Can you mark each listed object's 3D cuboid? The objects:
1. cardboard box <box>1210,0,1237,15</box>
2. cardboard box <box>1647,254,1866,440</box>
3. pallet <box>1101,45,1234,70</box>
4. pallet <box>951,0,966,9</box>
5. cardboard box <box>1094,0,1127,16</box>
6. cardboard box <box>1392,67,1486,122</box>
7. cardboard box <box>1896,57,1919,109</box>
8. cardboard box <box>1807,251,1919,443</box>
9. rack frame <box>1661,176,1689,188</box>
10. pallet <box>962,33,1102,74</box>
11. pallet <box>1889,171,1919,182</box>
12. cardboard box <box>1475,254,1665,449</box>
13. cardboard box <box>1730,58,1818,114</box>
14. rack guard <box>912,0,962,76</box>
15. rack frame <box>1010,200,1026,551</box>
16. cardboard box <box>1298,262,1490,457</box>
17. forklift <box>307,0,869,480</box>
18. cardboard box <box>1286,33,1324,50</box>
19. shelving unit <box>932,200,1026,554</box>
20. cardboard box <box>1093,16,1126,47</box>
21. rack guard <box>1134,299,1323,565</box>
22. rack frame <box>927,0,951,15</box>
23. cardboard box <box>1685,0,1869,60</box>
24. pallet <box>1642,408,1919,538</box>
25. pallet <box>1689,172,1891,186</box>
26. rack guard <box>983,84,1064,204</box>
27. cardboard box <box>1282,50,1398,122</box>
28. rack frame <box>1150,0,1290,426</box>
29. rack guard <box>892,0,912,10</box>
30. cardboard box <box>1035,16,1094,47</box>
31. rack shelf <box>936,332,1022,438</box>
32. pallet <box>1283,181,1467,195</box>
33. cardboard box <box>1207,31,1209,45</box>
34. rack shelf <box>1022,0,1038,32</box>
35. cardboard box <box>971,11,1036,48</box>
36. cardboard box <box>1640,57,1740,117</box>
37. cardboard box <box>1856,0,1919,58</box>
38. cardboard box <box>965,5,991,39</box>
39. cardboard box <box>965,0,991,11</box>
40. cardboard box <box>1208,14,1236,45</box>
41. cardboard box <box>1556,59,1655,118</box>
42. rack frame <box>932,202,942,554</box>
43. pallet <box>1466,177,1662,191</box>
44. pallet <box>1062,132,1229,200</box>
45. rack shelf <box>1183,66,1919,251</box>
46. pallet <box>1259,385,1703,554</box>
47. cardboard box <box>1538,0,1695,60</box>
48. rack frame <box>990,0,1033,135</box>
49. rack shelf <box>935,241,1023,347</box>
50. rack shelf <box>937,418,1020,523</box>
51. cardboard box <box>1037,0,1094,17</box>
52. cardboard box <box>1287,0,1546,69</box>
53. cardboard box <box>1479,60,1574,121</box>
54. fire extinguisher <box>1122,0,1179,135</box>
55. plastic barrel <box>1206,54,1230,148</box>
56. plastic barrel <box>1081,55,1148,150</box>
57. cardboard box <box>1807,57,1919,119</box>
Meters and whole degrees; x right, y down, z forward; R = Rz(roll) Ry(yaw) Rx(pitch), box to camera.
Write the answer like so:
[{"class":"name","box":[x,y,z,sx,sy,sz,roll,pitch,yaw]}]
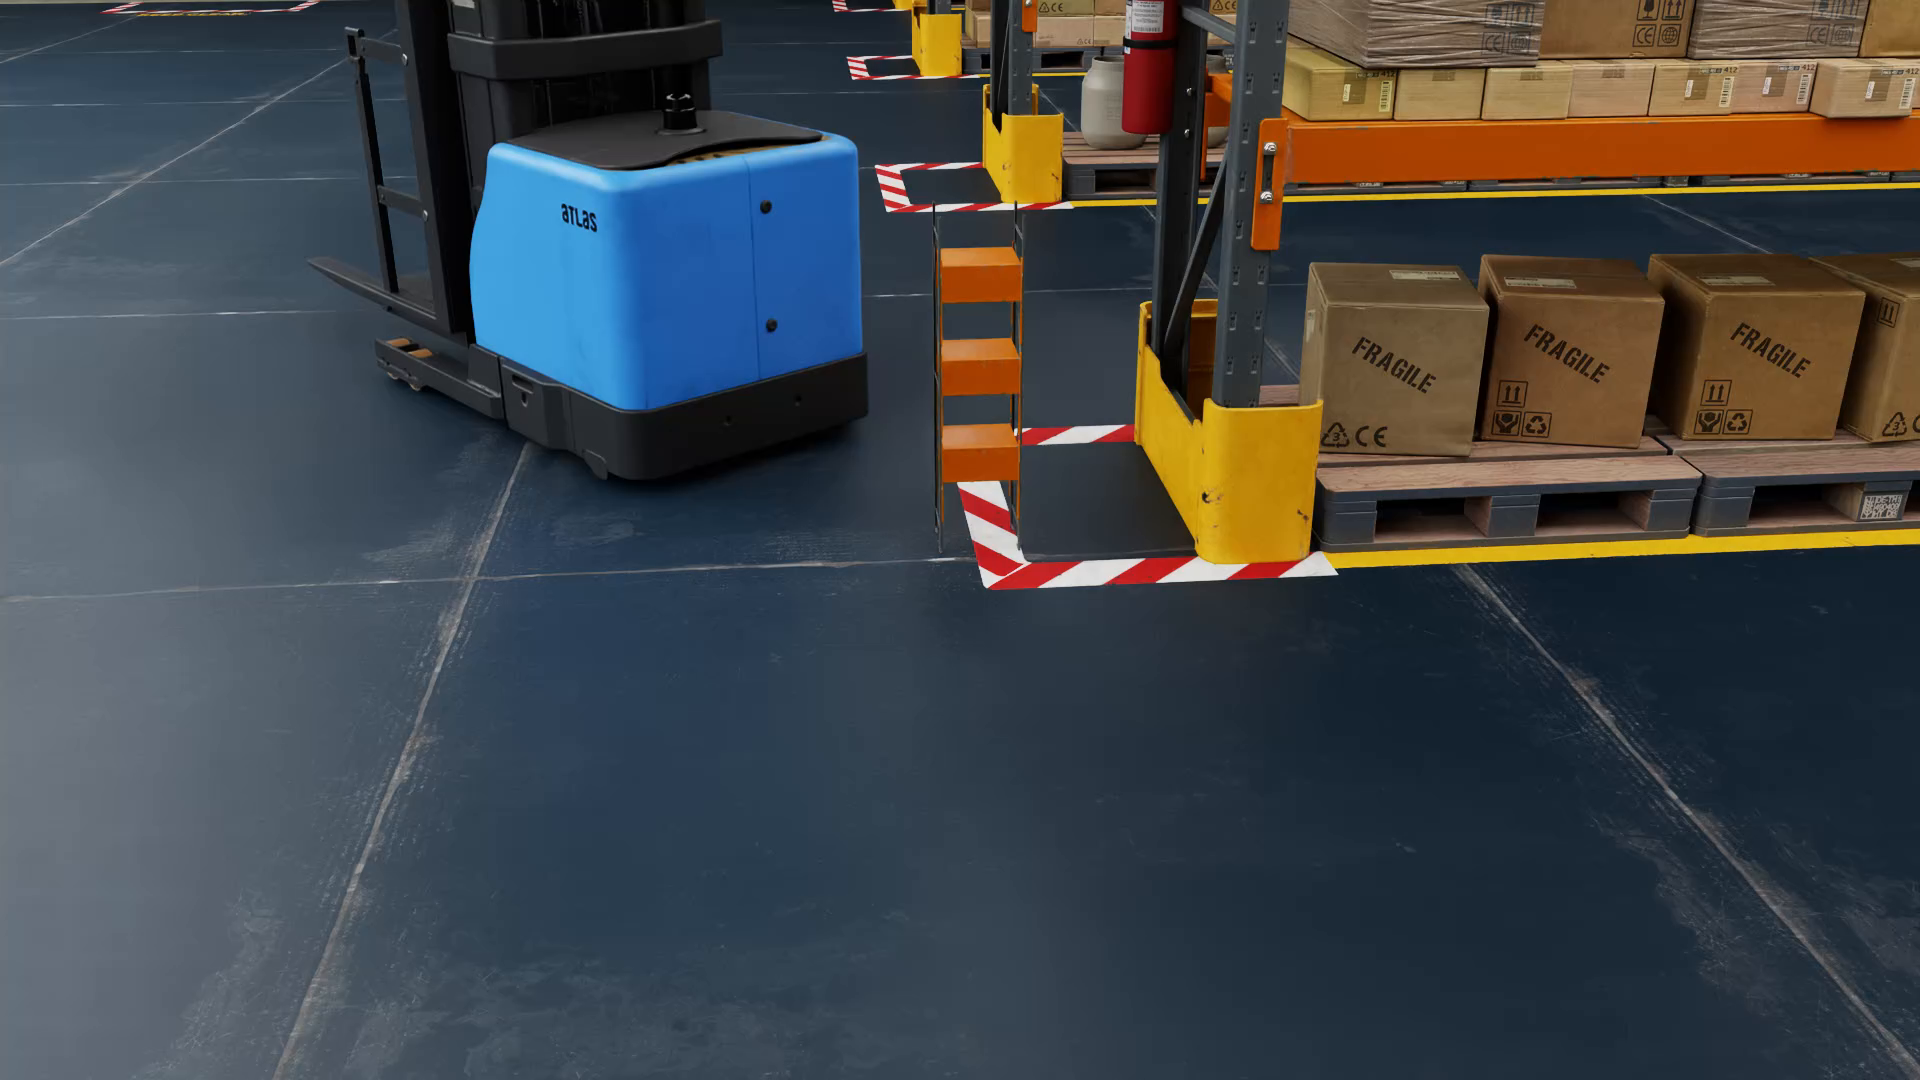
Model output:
[{"class":"cardboard box","box":[2.359,-4.832,14.372,0.500,0.500,0.500,-2,24,-5]},{"class":"cardboard box","box":[2.624,-0.656,5.593,0.500,0.500,0.500,0,24,0]},{"class":"pallet","box":[1.783,-4.358,14.795,1.213,0.211,1.003,-2,24,-5]},{"class":"pallet","box":[0.212,-6.286,19.134,1.213,0.211,1.003,-2,24,-5]},{"class":"cardboard box","box":[1.364,-4.793,14.285,0.500,0.500,0.500,-2,24,-5]},{"class":"cardboard box","box":[1.342,-1.336,4.871,0.250,0.149,0.380,-2,24,-5]},{"class":"cardboard box","box":[2.830,-1.418,5.056,0.250,0.149,0.380,-2,24,-5]},{"class":"cardboard box","box":[3.184,-0.660,5.603,0.500,0.500,0.500,-4,24,-10]},{"class":"rack frame","box":[4.278,-3.695,9.870,0.127,3.000,1.000,-2,24,-5]},{"class":"pallet","box":[0.571,-4.311,14.688,1.213,0.211,1.003,-2,24,-5]},{"class":"pallet","box":[6.273,-2.518,10.654,1.213,0.211,1.003,-2,24,-5]},{"class":"cardboard box","box":[1.999,-0.639,5.554,0.500,0.500,0.500,4,24,9]},{"class":"cardboard box","box":[2.335,-1.386,4.984,0.250,0.149,0.380,-2,24,-5]},{"class":"rack guard","box":[-0.209,-4.394,14.521,0.348,0.500,1.175,-2,24,-5]},{"class":"rack frame","box":[0.174,-0.487,5.052,0.008,1.050,0.200,-2,24,-5]},{"class":"cardboard box","box":[1.408,-0.601,5.469,0.500,0.500,0.500,2,24,5]},{"class":"forklift","box":[-1.704,-2.050,6.254,1.130,2.935,3.031,-20,31,-38]},{"class":"cardboard box","box":[1.048,-1.513,5.271,0.250,0.149,0.380,-2,24,-5]},{"class":"shelving unit","box":[0.053,-0.482,5.042,0.252,1.050,0.215,-2,24,-5]},{"class":"cardboard box","box":[1.365,-4.446,14.427,0.500,0.250,0.500,-2,24,-5]},{"class":"rack guard","box":[0.860,-0.394,5.521,0.348,0.500,1.175,-2,24,-5]},{"class":"rack frame","box":[-0.185,-5.537,14.015,0.127,3.000,1.000,-2,24,-5]},{"class":"cardboard box","box":[2.322,-1.797,5.110,0.500,0.500,0.875,-2,24,-5]},{"class":"pallet","box":[2.883,-0.327,5.727,1.213,0.211,1.003,-2,24,-5]},{"class":"pallet","box":[5.056,-2.468,10.542,1.213,0.211,1.003,-2,24,-5]},{"class":"rack guard","box":[0.369,-2.415,10.068,0.348,0.500,1.175,-2,24,-5]},{"class":"cardboard box","box":[1.092,-1.333,4.866,0.250,0.149,0.380,-2,24,-5]},{"class":"rack frame","box":[0.784,-1.533,5.006,0.127,3.000,1.000,-2,24,-5]},{"class":"rack guard","box":[-0.600,-6.400,19.034,0.348,0.500,1.175,-2,24,-5]},{"class":"cardboard box","box":[0.867,-4.426,14.382,0.500,0.250,0.500,-2,24,-5]},{"class":"rack shelf","box":[0.053,-0.472,5.046,0.240,0.259,0.215,-2,24,-5]},{"class":"pallet","box":[2.389,-2.361,10.301,1.213,0.211,1.003,-2,24,-5]},{"class":"cardboard box","box":[1.863,-4.464,14.467,0.500,0.250,0.500,-2,24,-5]},{"class":"rack shelf","box":[2.288,-3.286,9.836,4.000,0.370,1.077,-2,24,-5]},{"class":"cardboard box","box":[0.370,-4.404,14.334,0.500,0.250,0.500,-2,24,-5]},{"class":"cardboard box","box":[2.089,-1.365,4.937,0.250,0.149,0.380,-2,24,-5]},{"class":"cardboard box","box":[2.821,-1.812,5.144,0.500,0.500,0.875,-2,24,-5]},{"class":"cardboard box","box":[0.319,-4.614,14.805,0.500,0.250,0.500,-2,24,-5]},{"class":"cardboard box","box":[0.319,-4.957,14.655,0.500,0.500,0.500,-2,24,-5]},{"class":"cardboard box","box":[2.360,-4.484,14.513,0.500,0.250,0.500,-2,24,-5]},{"class":"cardboard box","box":[1.839,-1.358,4.921,0.250,0.149,0.380,-2,24,-5]},{"class":"rack frame","box":[-0.068,-0.477,5.031,0.008,1.050,0.200,-2,24,-5]},{"class":"pallet","box":[3.606,-2.411,10.414,1.213,0.211,1.003,-2,24,-5]},{"class":"pallet","box":[1.178,-2.313,10.194,1.213,0.211,1.003,-2,24,-5]},{"class":"rack shelf","box":[2.775,-1.284,5.332,4.000,0.370,1.077,-2,24,-5]},{"class":"pallet","box":[1.672,-0.280,5.620,1.213,0.211,1.003,-2,24,-5]},{"class":"cardboard box","box":[1.820,-1.794,5.104,0.500,0.500,0.875,-2,24,-5]},{"class":"rack frame","box":[0.298,-3.535,9.510,0.127,3.000,1.000,-2,24,-5]},{"class":"rack shelf","box":[0.053,-0.732,4.931,0.240,0.259,0.215,-2,24,-5]},{"class":"rack shelf","box":[0.053,-0.218,5.159,0.240,0.259,0.215,-2,24,-5]},{"class":"cardboard box","box":[0.867,-4.768,14.228,0.500,0.500,0.500,-2,24,-5]},{"class":"cardboard box","box":[1.335,-1.726,4.950,0.500,0.500,0.875,-2,24,-5]},{"class":"cardboard box","box":[1.592,-1.340,4.880,0.250,0.149,0.380,-2,24,-5]},{"class":"fire extinguisher","box":[0.625,-1.679,5.431,0.183,0.674,0.296,-2,24,-5]},{"class":"plastic barrel","box":[1.444,-2.667,10.104,0.421,0.512,0.421,0,24,0]},{"class":"plastic barrel","box":[0.945,-2.647,10.059,0.421,0.512,0.421,0,24,0]},{"class":"cardboard box","box":[2.594,-1.354,4.913,0.250,0.149,0.380,-2,24,-5]}]
